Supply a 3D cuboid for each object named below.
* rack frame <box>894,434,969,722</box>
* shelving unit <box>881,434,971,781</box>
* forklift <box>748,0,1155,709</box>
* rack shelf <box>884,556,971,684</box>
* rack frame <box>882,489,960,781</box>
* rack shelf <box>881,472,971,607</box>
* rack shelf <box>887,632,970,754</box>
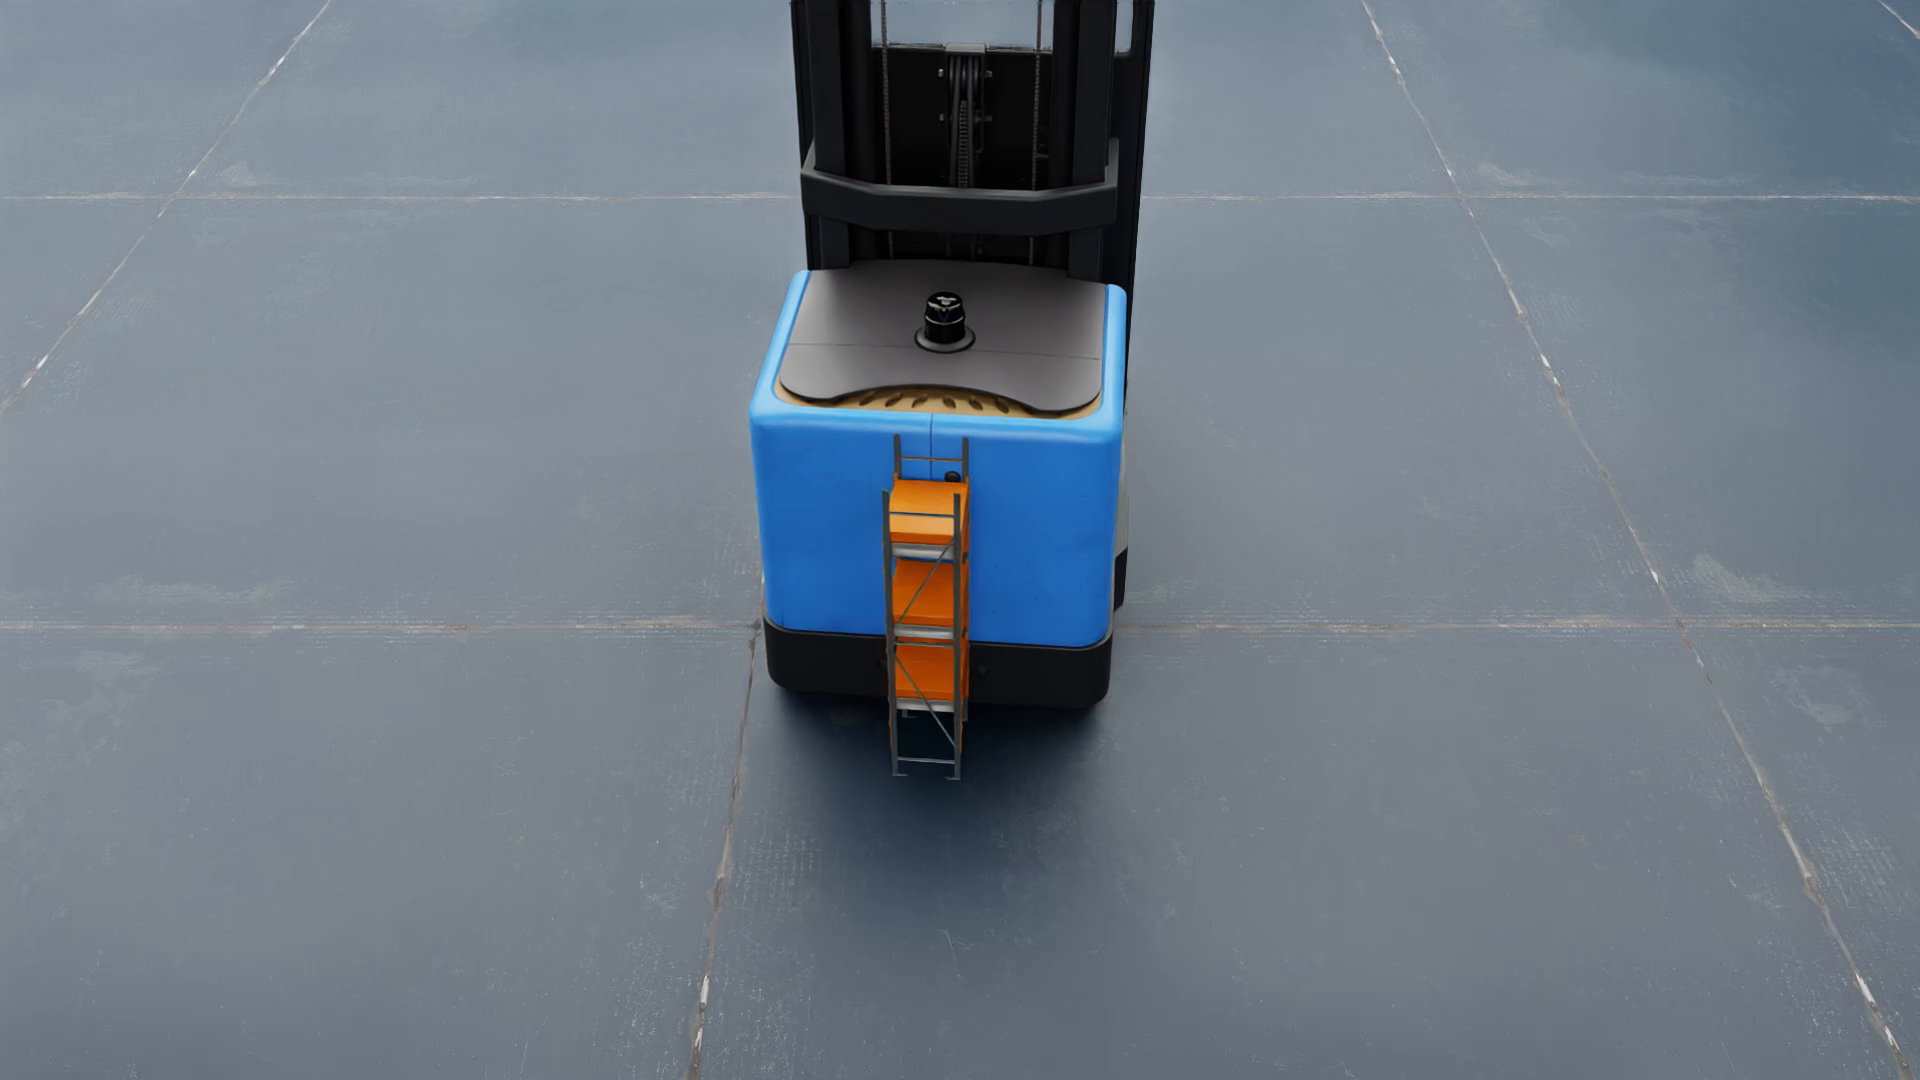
[{"bbox_3d":[-0.077,0.136,4.741,0.200,1.050,0.008,3,39,4],"label":"rack frame"},{"bbox_3d":[-0.088,0.212,4.646,0.215,1.050,0.252,3,39,4],"label":"shelving unit"},{"bbox_3d":[0.059,-1.547,5.336,1.130,2.935,3.031,3,39,4],"label":"forklift"},{"bbox_3d":[-0.088,0.220,4.653,0.215,0.259,0.240,3,39,4],"label":"rack shelf"},{"bbox_3d":[-0.099,0.288,4.551,0.200,1.050,0.008,3,39,4],"label":"rack frame"},{"bbox_3d":[-0.088,-0.001,4.475,0.215,0.259,0.240,3,39,4],"label":"rack shelf"},{"bbox_3d":[-0.088,0.437,4.827,0.215,0.259,0.240,3,39,4],"label":"rack shelf"}]
